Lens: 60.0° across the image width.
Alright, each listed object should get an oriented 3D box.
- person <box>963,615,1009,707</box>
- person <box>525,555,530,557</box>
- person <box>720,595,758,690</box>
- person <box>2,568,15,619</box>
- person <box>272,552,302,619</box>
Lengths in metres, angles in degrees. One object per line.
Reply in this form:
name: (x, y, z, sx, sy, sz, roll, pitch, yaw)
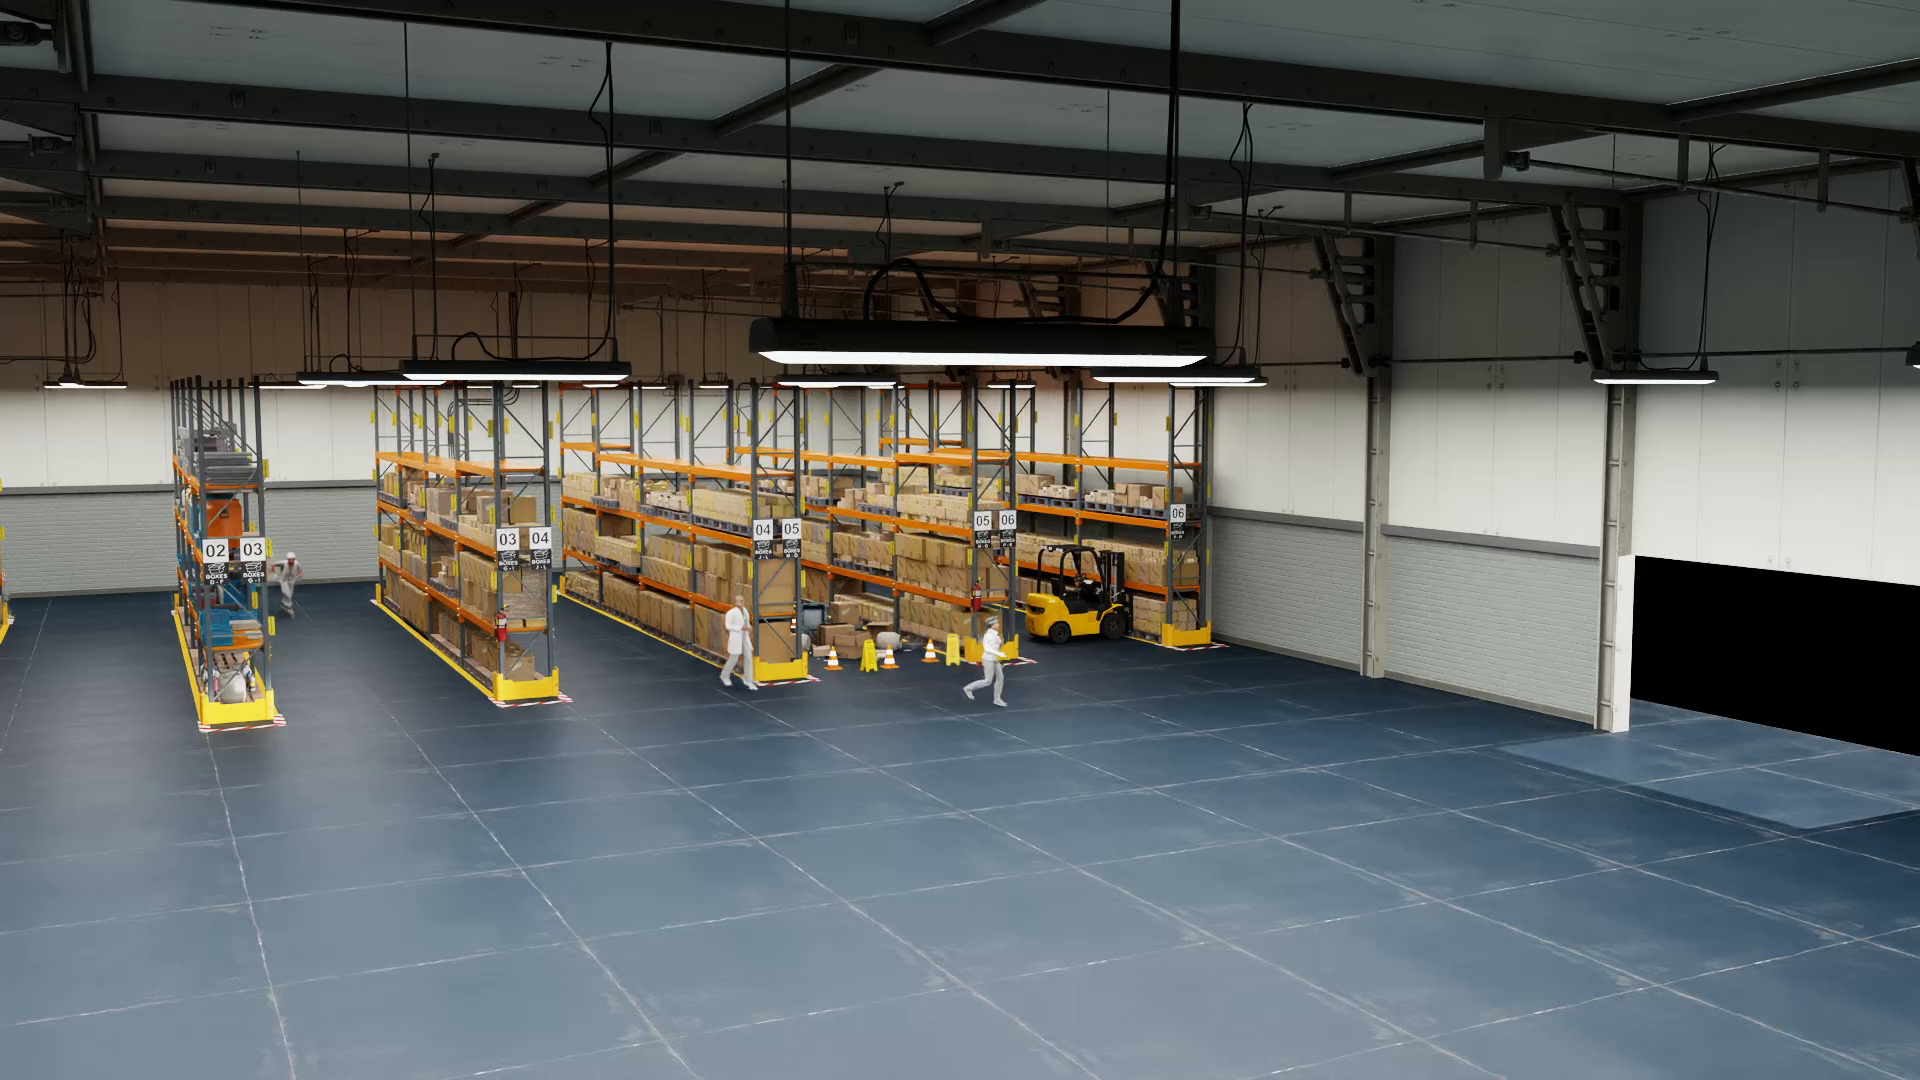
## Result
person: (0.482, 2.203, 30.353, 0.829, 1.674, 0.607, 1, 5, 11)
person: (-11.718, 0.883, 44.755, 0.610, 1.827, 0.871, -5, 7, -41)
person: (-4.286, 1.980, 32.150, 0.884, 1.845, 0.738, 4, 7, 40)
person: (-24.376, 1.165, 41.969, 0.952, 1.677, 0.577, 0, 5, 1)
person: (-17.103, 1.151, 42.240, 0.706, 1.732, 1.053, -4, 7, -39)
